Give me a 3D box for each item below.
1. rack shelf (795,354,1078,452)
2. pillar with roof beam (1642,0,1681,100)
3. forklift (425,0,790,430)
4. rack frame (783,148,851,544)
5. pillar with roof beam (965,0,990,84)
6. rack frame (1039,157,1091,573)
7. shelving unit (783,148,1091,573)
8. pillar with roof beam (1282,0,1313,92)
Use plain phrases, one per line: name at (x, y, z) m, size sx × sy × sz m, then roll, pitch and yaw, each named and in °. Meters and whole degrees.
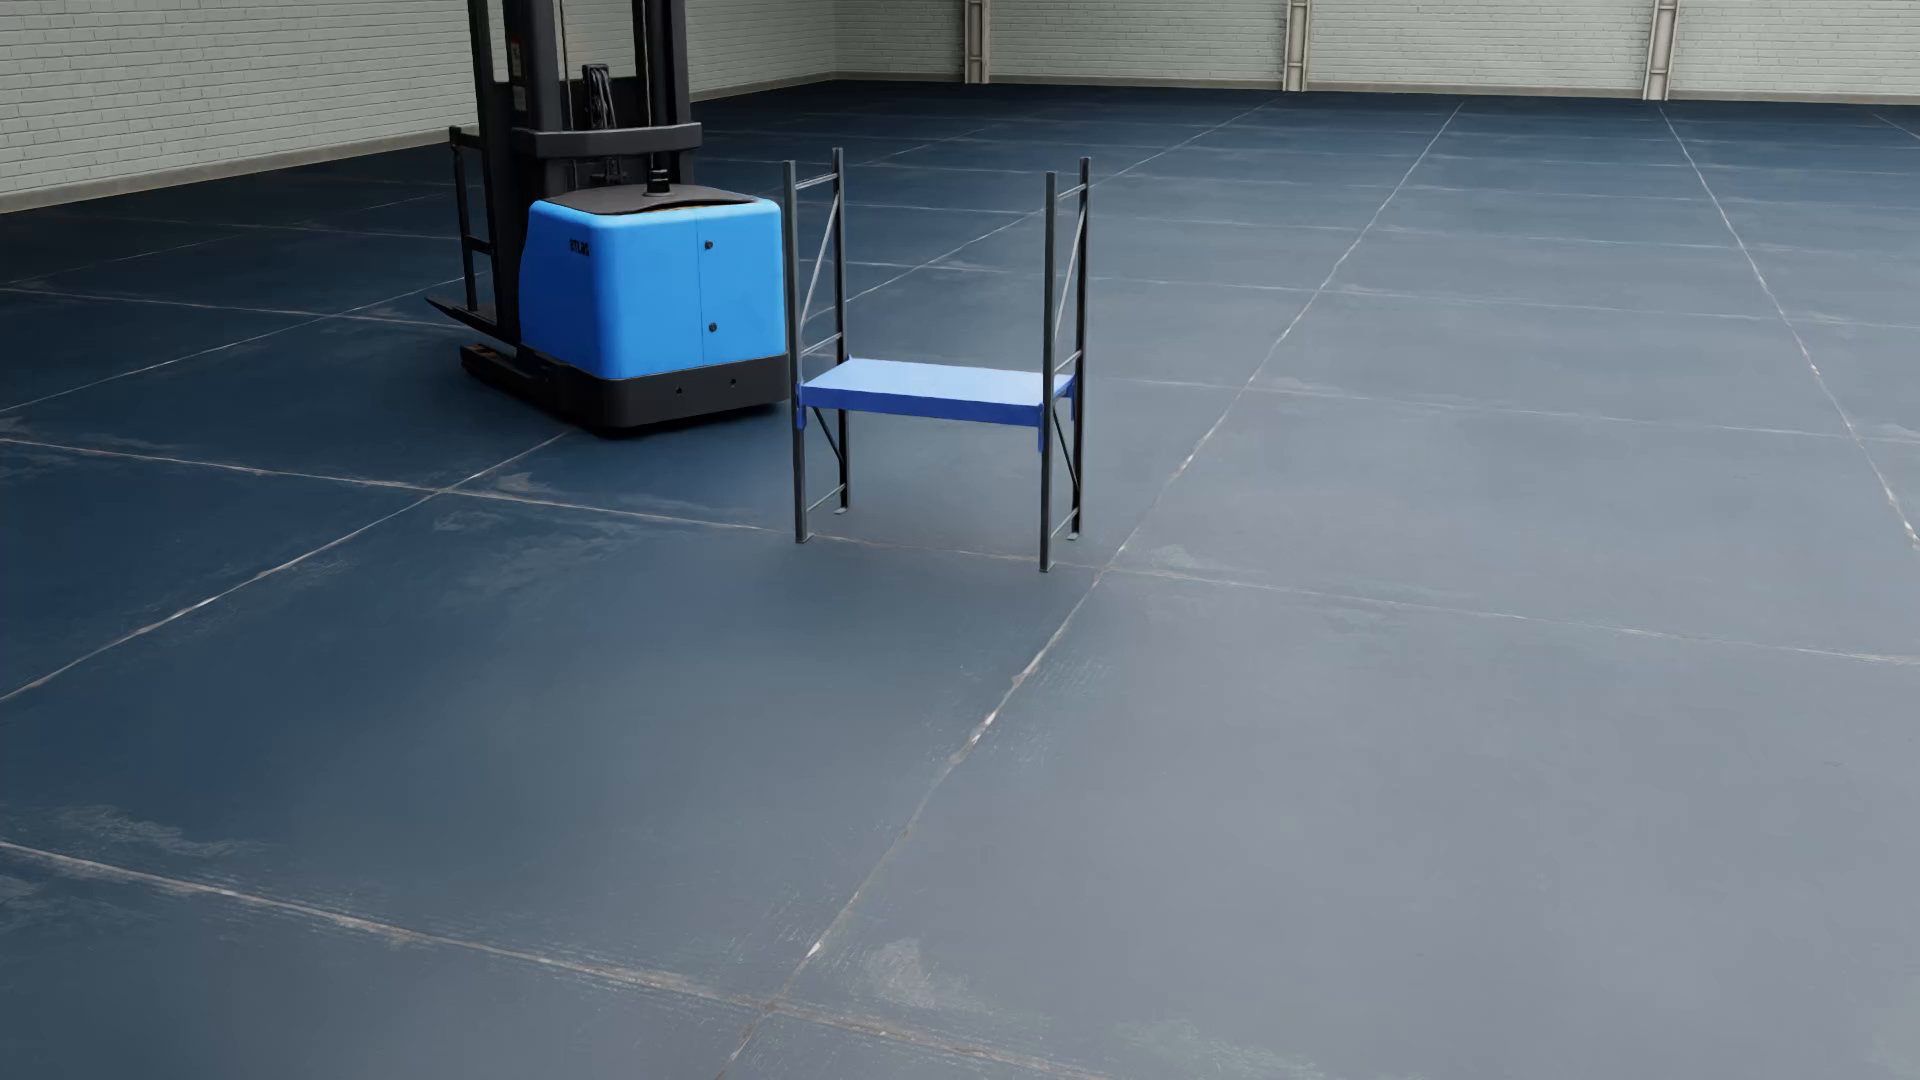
rack shelf at (-0.081, -0.548, 6.531) m, size 1.000 × 0.185 × 0.538 m, roll 7°, pitch 20°, yaw 18°
pillar with roof beam at (10.245, -10.307, 22.589) m, size 0.400 × 9.000 × 9.100 m, roll 7°, pitch 20°, yaw 18°
forklift at (-2.155, -2.346, 8.968) m, size 1.130 × 2.935 × 3.031 m, roll -14°, pitch 23°, yaw -34°
rack frame at (-0.561, -0.772, 6.629) m, size 0.032 × 1.500 × 0.500 m, roll 7°, pitch 20°, yaw 18°
pillar with roof beam at (-1.090, -11.603, 26.307) m, size 0.400 × 9.000 × 9.100 m, roll 7°, pitch 20°, yaw 18°
rack frame at (0.400, -0.663, 6.314) m, size 0.032 × 1.500 × 0.500 m, roll 7°, pitch 20°, yaw 18°
shelving unit at (-0.081, -0.717, 6.472) m, size 1.048 × 1.500 × 0.538 m, roll 7°, pitch 20°, yaw 18°
pillar with roof beam at (4.578, -10.955, 24.448) m, size 0.400 × 9.000 × 9.100 m, roll 7°, pitch 20°, yaw 18°
